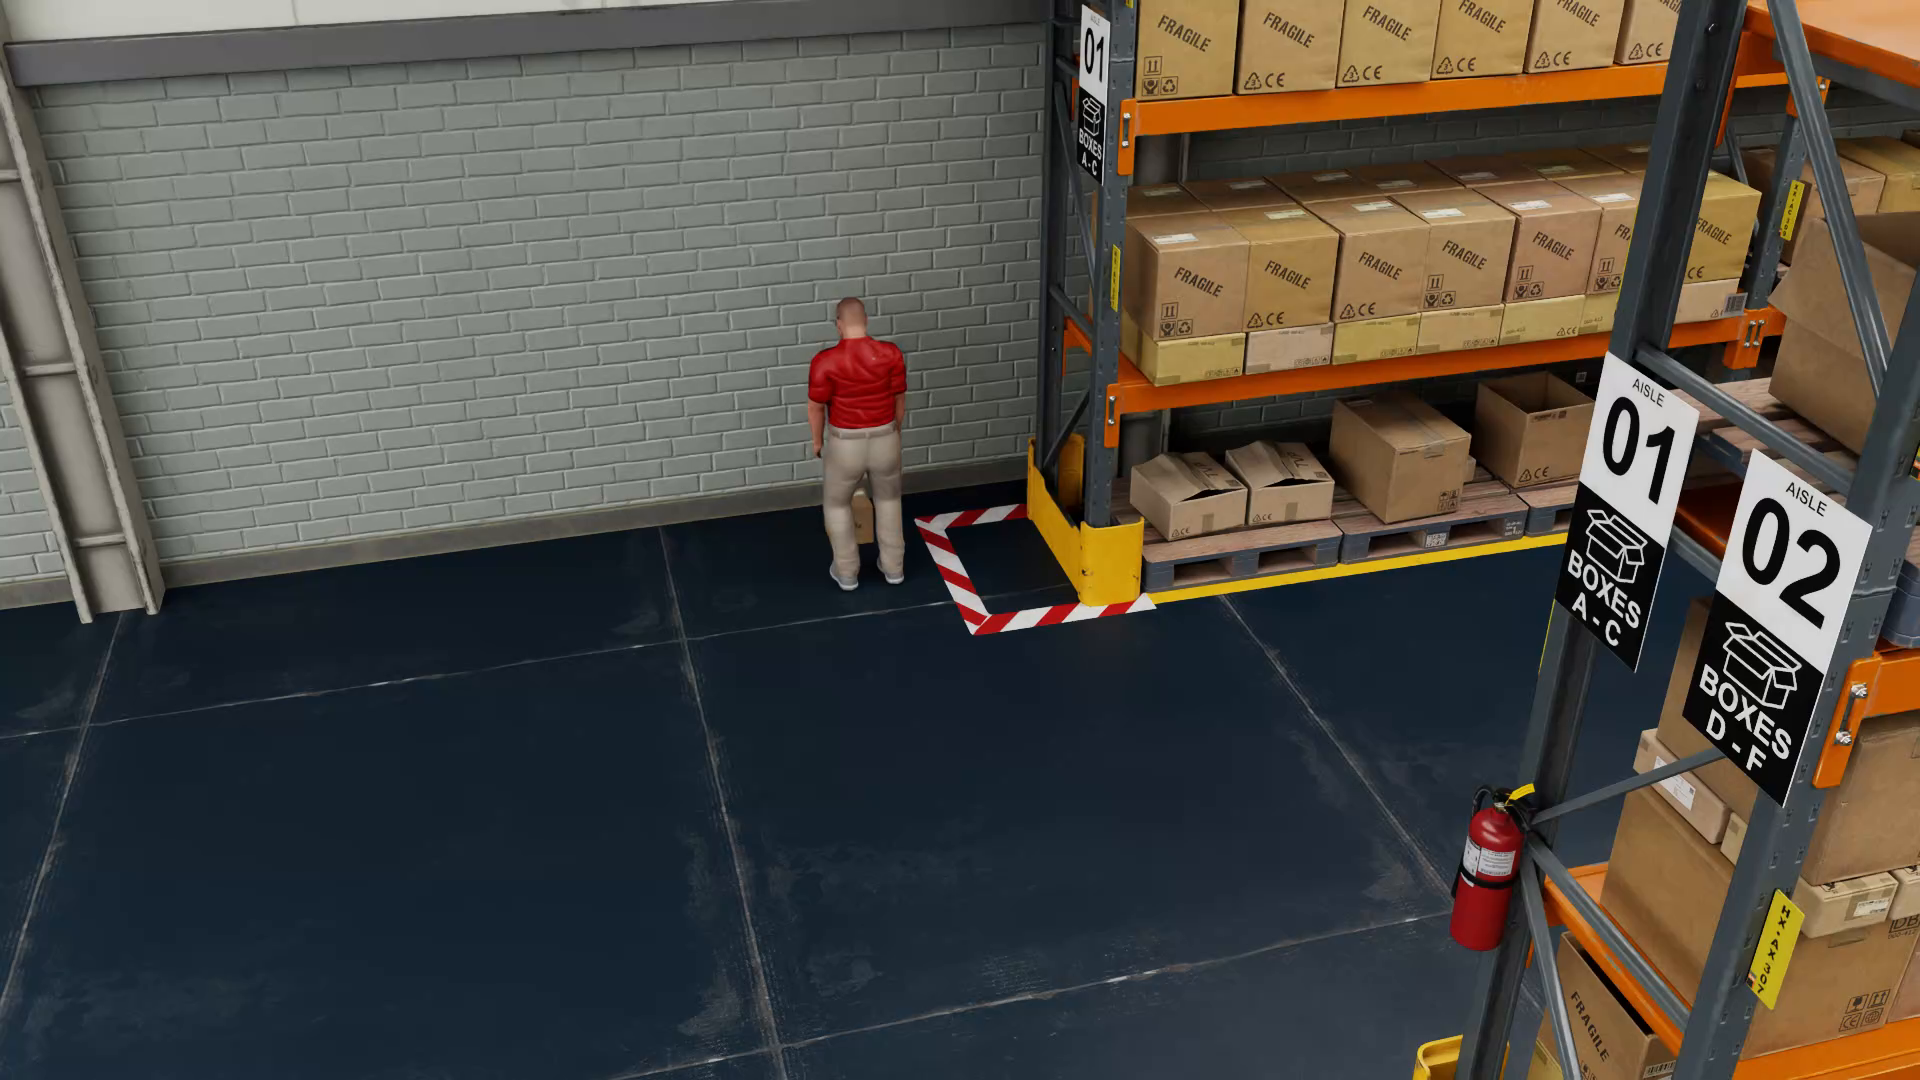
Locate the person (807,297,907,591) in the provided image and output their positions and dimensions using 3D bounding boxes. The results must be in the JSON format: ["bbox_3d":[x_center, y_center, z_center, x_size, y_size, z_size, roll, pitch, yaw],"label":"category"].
[{"bbox_3d":[-0.561,-0.512,9.181,0.547,1.700,0.383,-7,31,-12],"label":"person"}]
